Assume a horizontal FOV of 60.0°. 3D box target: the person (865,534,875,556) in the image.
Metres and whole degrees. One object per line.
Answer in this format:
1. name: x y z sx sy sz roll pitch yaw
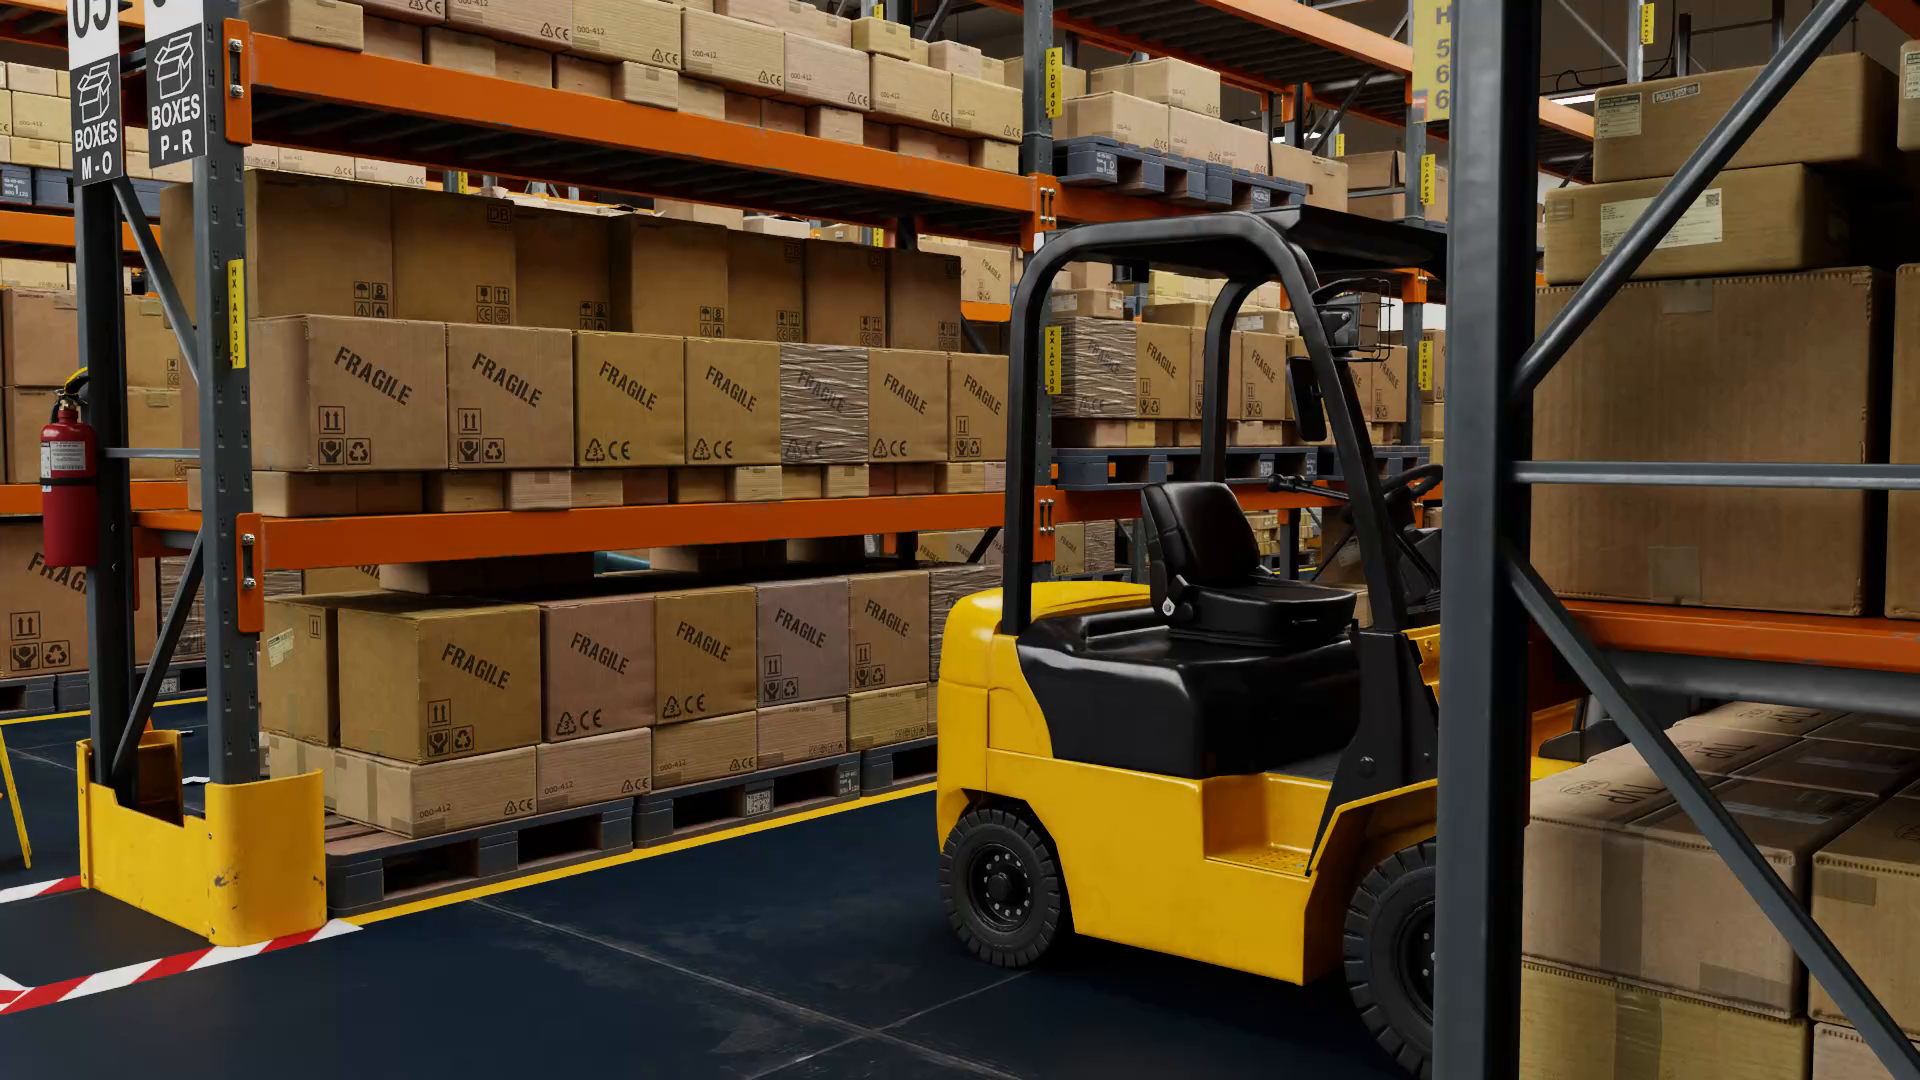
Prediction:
1. person: -0.950 0.127 12.146 0.584 1.384 0.780 3 5 41
